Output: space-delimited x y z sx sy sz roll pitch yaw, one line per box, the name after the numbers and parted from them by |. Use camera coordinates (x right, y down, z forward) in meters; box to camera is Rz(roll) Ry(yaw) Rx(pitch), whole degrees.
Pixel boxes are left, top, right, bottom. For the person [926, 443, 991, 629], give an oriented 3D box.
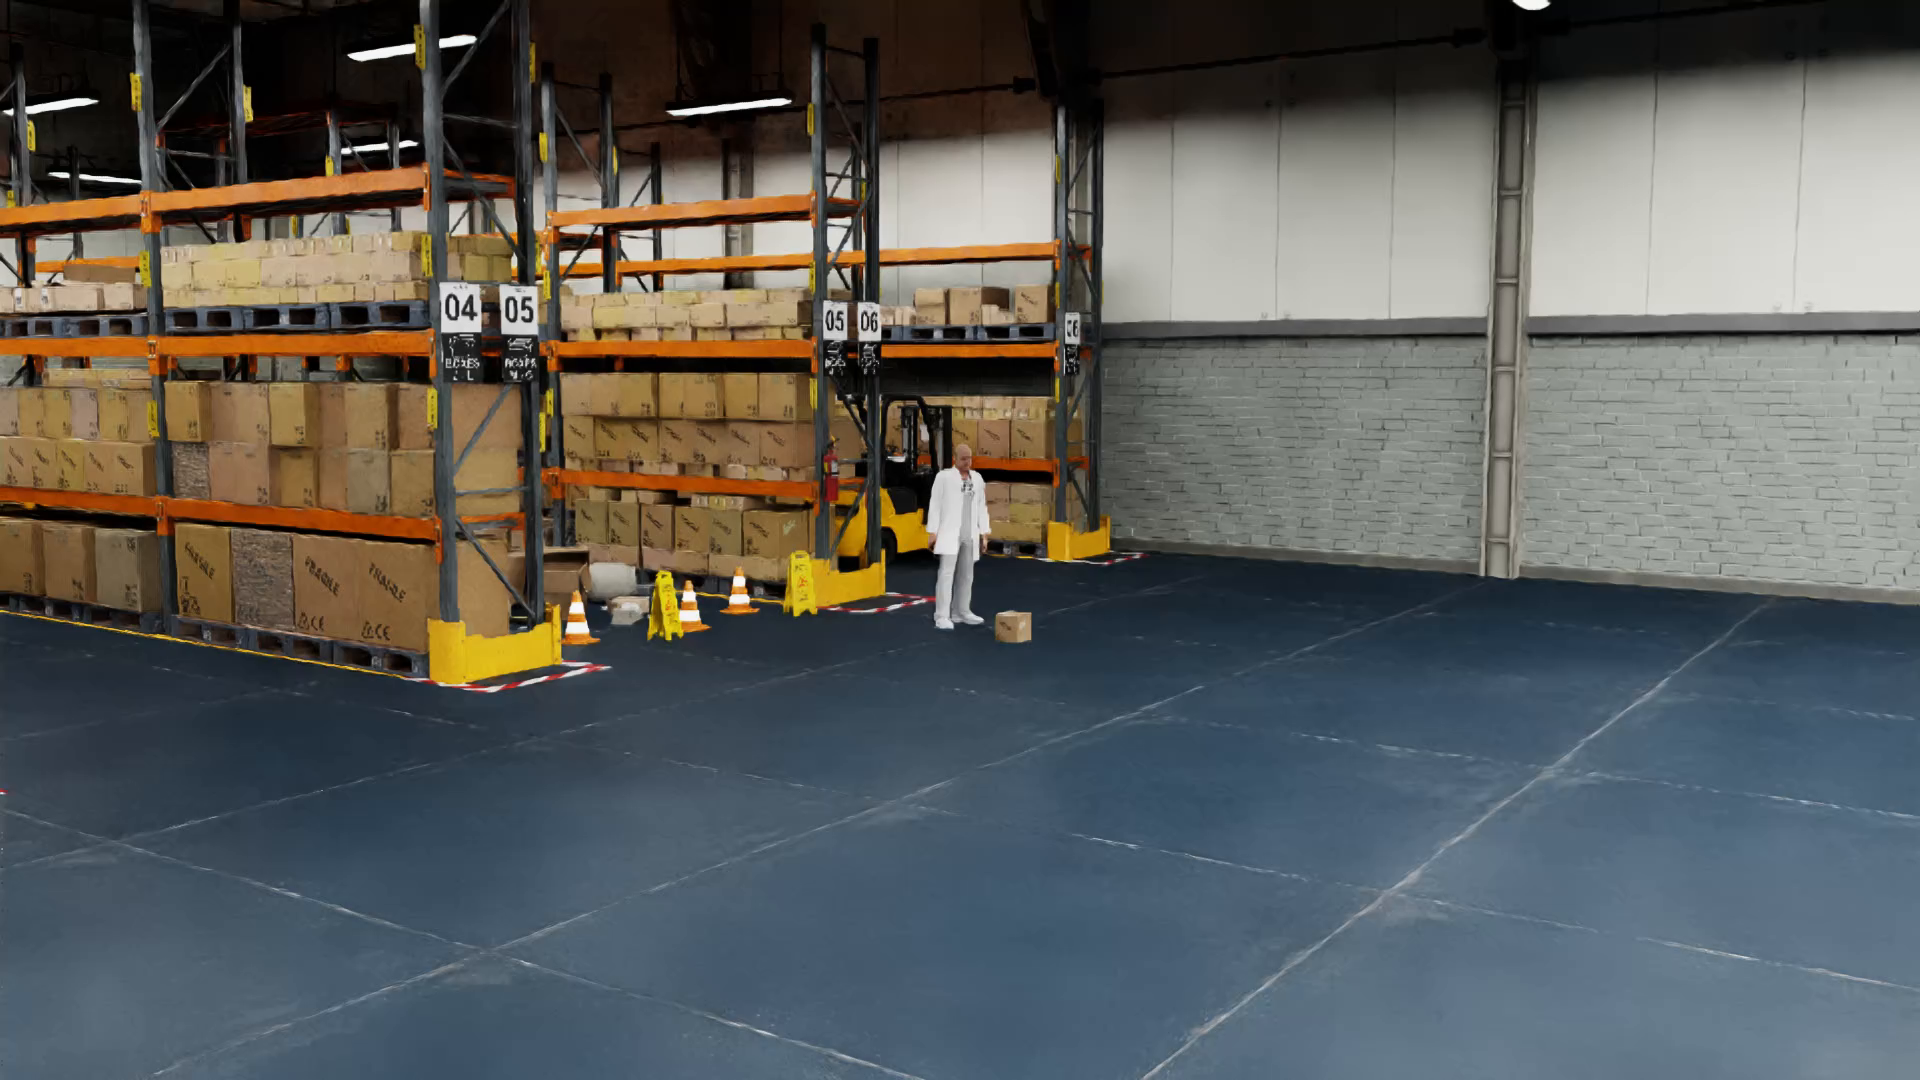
0.004 -0.038 15.931 0.749 1.770 0.733 -4 7 -32 | person
